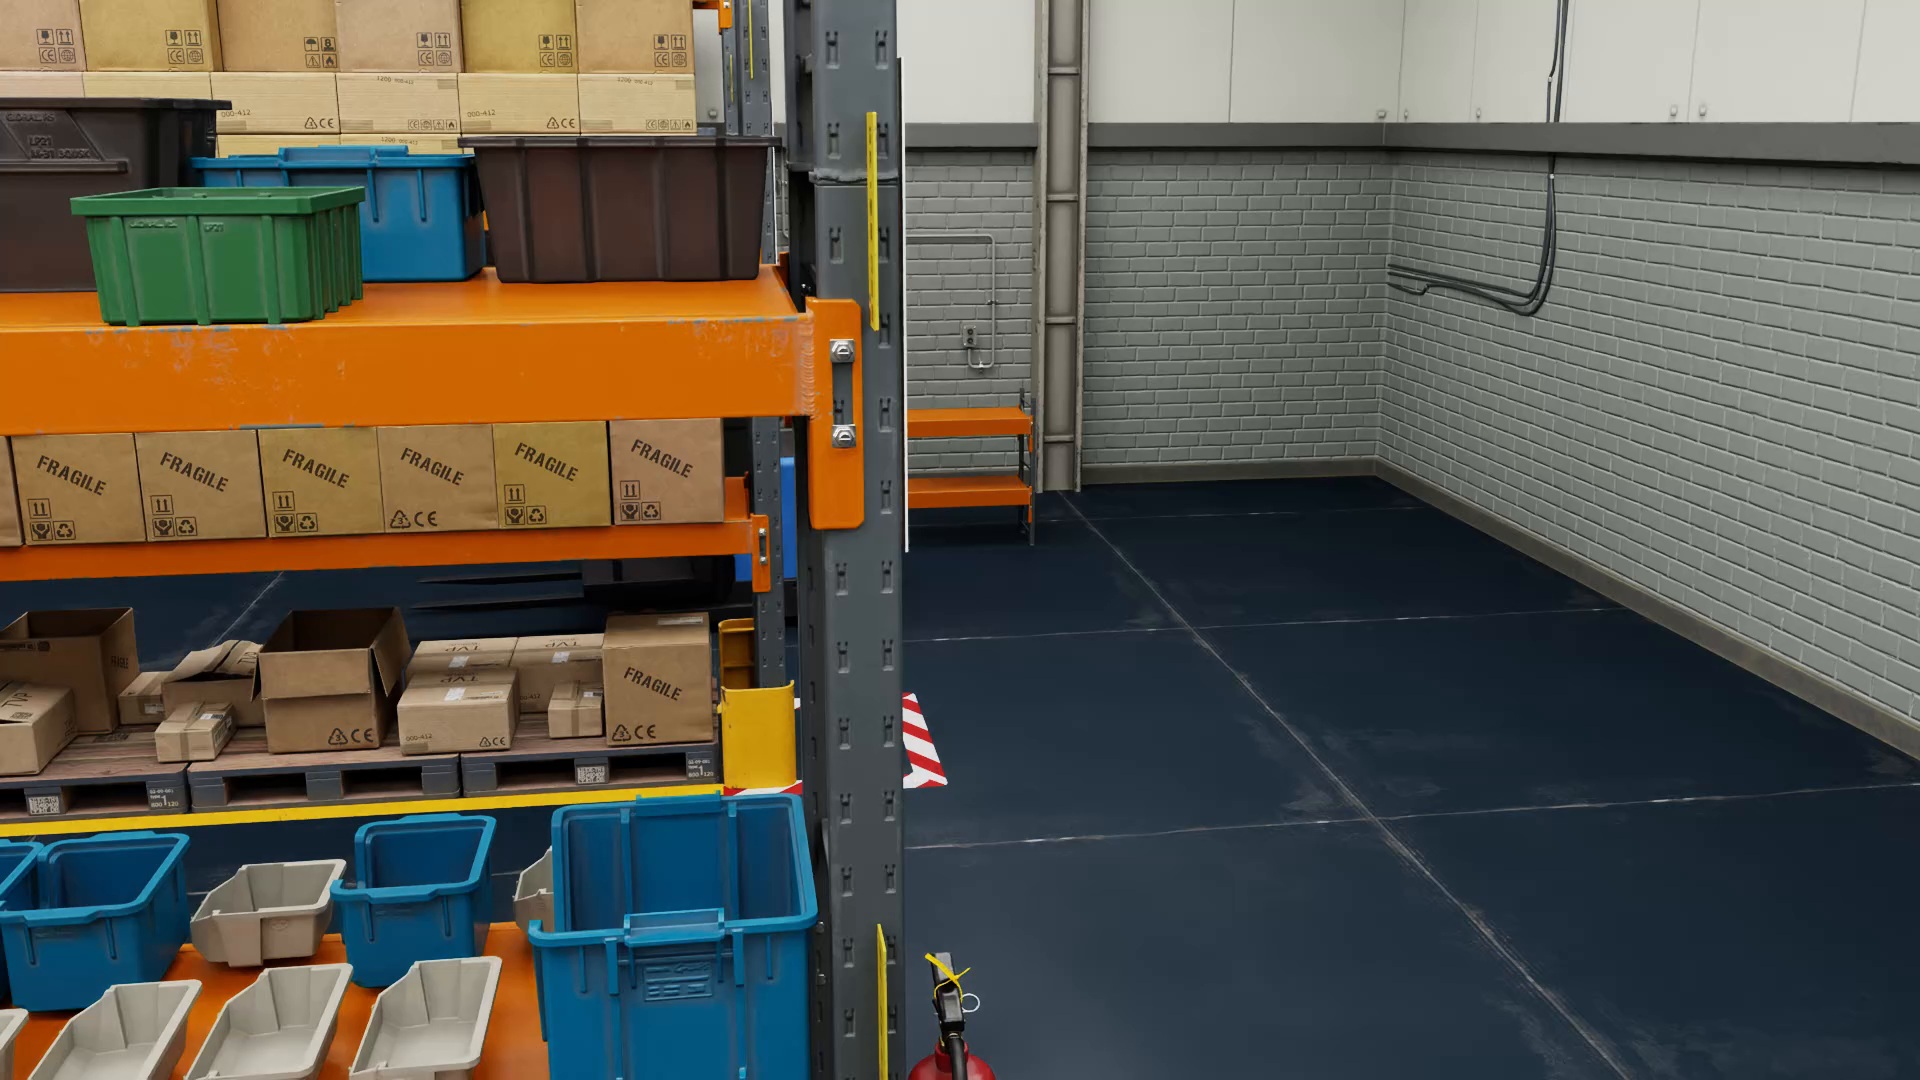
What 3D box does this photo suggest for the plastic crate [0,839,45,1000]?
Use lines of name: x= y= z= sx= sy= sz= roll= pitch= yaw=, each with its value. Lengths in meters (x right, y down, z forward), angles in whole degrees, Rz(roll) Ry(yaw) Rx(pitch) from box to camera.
plastic crate: x=-2.124 y=0.824 z=3.490 sx=0.300 sy=0.233 sz=0.416 roll=-2 pitch=14 yaw=-8

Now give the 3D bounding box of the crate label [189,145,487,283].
crate label: x=-1.193 y=-0.643 z=3.260 sx=0.502 sy=0.251 sz=0.408 roll=-2 pitch=14 yaw=-8

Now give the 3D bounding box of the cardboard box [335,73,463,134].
cardboard box: x=-2.426 y=-1.917 z=7.314 sx=0.500 sy=0.250 sz=0.500 roll=-2 pitch=14 yaw=-8

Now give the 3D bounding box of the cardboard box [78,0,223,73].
cardboard box: x=-3.437 y=-2.282 z=7.226 sx=0.500 sy=0.500 sz=0.700 roll=-2 pitch=14 yaw=-8

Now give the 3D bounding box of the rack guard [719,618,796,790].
rack guard: x=-1.041 y=0.807 z=8.475 sx=0.348 sy=0.500 sz=1.175 roll=-2 pitch=14 yaw=-8

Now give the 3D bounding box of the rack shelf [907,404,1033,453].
rack shelf: x=0.007 y=-0.830 z=12.515 sx=1.000 sy=0.278 sz=0.538 roll=-2 pitch=14 yaw=-8

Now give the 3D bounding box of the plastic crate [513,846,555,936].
plastic crate: x=-0.855 y=0.804 z=3.768 sx=0.298 sy=0.136 sz=0.250 roll=-2 pitch=14 yaw=-8

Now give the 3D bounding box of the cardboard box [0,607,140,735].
cardboard box: x=-4.401 y=0.647 z=8.209 sx=0.500 sy=0.500 sz=0.500 roll=-2 pitch=14 yaw=-8

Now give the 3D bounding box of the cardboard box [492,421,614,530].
cardboard box: x=-1.881 y=-0.355 z=7.765 sx=0.500 sy=0.500 sz=0.500 roll=-2 pitch=14 yaw=-8

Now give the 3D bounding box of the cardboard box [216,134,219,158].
cardboard box: x=-3.414 y=-1.638 z=7.229 sx=0.500 sy=0.250 sz=0.500 roll=-2 pitch=14 yaw=-8

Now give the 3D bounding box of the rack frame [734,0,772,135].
rack frame: x=-0.966 y=-3.318 z=7.452 sx=0.127 sy=3.000 sz=1.000 roll=-2 pitch=14 yaw=-8

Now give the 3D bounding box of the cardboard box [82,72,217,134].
cardboard box: x=-3.413 y=-1.879 z=7.163 sx=0.500 sy=0.250 sz=0.500 roll=-2 pitch=14 yaw=-8

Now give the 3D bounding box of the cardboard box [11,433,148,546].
cardboard box: x=-3.871 y=-0.284 z=7.481 sx=0.500 sy=0.500 sz=0.500 roll=-2 pitch=14 yaw=-7

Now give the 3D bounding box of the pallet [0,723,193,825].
pallet: x=-4.242 y=1.065 z=8.041 sx=1.213 sy=0.211 sz=1.003 roll=-2 pitch=14 yaw=-8

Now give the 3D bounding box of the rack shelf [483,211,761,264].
rack shelf: x=-2.944 y=-1.441 z=7.615 sx=4.000 sy=0.370 sz=1.077 roll=-2 pitch=14 yaw=-8

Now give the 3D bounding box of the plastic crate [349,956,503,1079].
plastic crate: x=-1.011 y=0.956 z=3.163 sx=0.243 sy=0.136 sz=0.396 roll=-2 pitch=14 yaw=-8

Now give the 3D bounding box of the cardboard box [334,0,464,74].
cardboard box: x=-2.457 y=-2.332 z=7.427 sx=0.500 sy=0.500 sz=0.700 roll=-2 pitch=14 yaw=-8

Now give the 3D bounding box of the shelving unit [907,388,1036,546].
shelving unit: x=0.007 y=-0.546 z=12.586 sx=1.048 sy=1.125 sz=0.538 roll=-2 pitch=14 yaw=-8

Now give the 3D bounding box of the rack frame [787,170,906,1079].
rack frame: x=-0.232 y=0.784 z=3.430 sx=0.127 sy=3.000 sz=1.000 roll=-2 pitch=14 yaw=-8

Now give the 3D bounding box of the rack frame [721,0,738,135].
rack frame: x=-1.708 y=-4.509 z=12.203 sx=0.127 sy=3.000 sz=1.000 roll=-2 pitch=14 yaw=-8

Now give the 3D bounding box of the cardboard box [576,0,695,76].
cardboard box: x=-1.472 y=-2.374 z=7.593 sx=0.500 sy=0.500 sz=0.700 roll=-2 pitch=14 yaw=-8

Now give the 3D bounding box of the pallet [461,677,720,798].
pallet: x=-1.830 y=0.977 z=8.394 sx=1.213 sy=0.211 sz=1.003 roll=-2 pitch=14 yaw=-8

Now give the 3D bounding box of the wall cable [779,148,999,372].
wall cable: x=-0.583 y=-2.366 z=13.901 sx=1.851 sy=1.984 sz=0.084 roll=-2 pitch=14 yaw=-8

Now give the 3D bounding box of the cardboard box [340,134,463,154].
cardboard box: x=-2.424 y=-1.671 z=7.361 sx=0.500 sy=0.250 sz=0.500 roll=-2 pitch=14 yaw=-8

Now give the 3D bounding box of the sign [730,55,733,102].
sign: x=-1.641 y=-3.314 z=11.947 sx=0.005 sy=0.325 sz=0.100 roll=-2 pitch=14 yaw=-8

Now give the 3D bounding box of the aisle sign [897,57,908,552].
aisle sign: x=-0.117 y=-0.409 z=2.843 sx=0.004 sy=0.787 sz=0.394 roll=-2 pitch=14 yaw=-8

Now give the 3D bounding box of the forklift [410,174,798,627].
forklift: x=-1.967 y=-0.957 z=10.511 sx=3.031 sy=2.935 sz=1.130 roll=-3 pitch=14 yaw=-13

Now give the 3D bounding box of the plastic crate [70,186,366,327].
plastic crate: x=-1.165 y=-0.464 z=2.675 sx=0.336 sy=0.188 sz=0.450 roll=-2 pitch=14 yaw=-8

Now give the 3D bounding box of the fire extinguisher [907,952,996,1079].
fire extinguisher: x=-0.015 y=1.106 z=3.071 sx=0.183 sy=0.674 sz=0.296 roll=-2 pitch=14 yaw=-8

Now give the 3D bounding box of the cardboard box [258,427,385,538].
cardboard box: x=-2.874 y=-0.320 z=7.626 sx=0.500 sy=0.500 sz=0.500 roll=-2 pitch=14 yaw=-9

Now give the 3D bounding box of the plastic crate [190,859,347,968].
plastic crate: x=-1.526 y=0.829 z=3.670 sx=0.298 sy=0.136 sz=0.250 roll=-2 pitch=14 yaw=-8

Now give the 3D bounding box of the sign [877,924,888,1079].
sign: x=-0.134 y=0.836 z=2.885 sx=0.005 sy=0.325 sz=0.100 roll=-2 pitch=14 yaw=-8

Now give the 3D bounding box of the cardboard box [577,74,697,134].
cardboard box: x=-1.436 y=-1.953 z=7.455 sx=0.500 sy=0.250 sz=0.500 roll=-2 pitch=14 yaw=-8

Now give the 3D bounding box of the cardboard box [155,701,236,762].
cardboard box: x=-3.620 y=0.901 z=7.882 sx=0.250 sy=0.166 sz=0.380 roll=-2 pitch=14 yaw=-8

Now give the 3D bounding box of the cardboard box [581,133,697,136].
cardboard box: x=-1.435 y=-1.708 z=7.508 sx=0.500 sy=0.250 sz=0.500 roll=-2 pitch=14 yaw=-8

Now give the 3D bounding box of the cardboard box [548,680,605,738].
cardboard box: x=-1.881 y=0.825 z=8.186 sx=0.250 sy=0.166 sz=0.380 roll=-2 pitch=14 yaw=-8

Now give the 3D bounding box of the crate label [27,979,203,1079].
crate label: x=-1.572 y=0.979 z=3.072 sx=0.243 sy=0.136 sz=0.396 roll=-2 pitch=14 yaw=-8

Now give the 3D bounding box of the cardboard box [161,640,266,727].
cardboard box: x=-3.659 y=0.712 z=8.340 sx=0.500 sy=0.311 sz=0.500 roll=-2 pitch=14 yaw=-8

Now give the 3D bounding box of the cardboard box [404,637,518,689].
cardboard box: x=-2.535 y=0.700 z=8.512 sx=0.500 sy=0.250 sz=0.500 roll=-2 pitch=14 yaw=-8

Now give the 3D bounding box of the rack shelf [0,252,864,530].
rack shelf: x=-2.210 y=-0.250 z=2.864 sx=4.000 sy=0.370 sz=1.077 roll=-2 pitch=14 yaw=-8
